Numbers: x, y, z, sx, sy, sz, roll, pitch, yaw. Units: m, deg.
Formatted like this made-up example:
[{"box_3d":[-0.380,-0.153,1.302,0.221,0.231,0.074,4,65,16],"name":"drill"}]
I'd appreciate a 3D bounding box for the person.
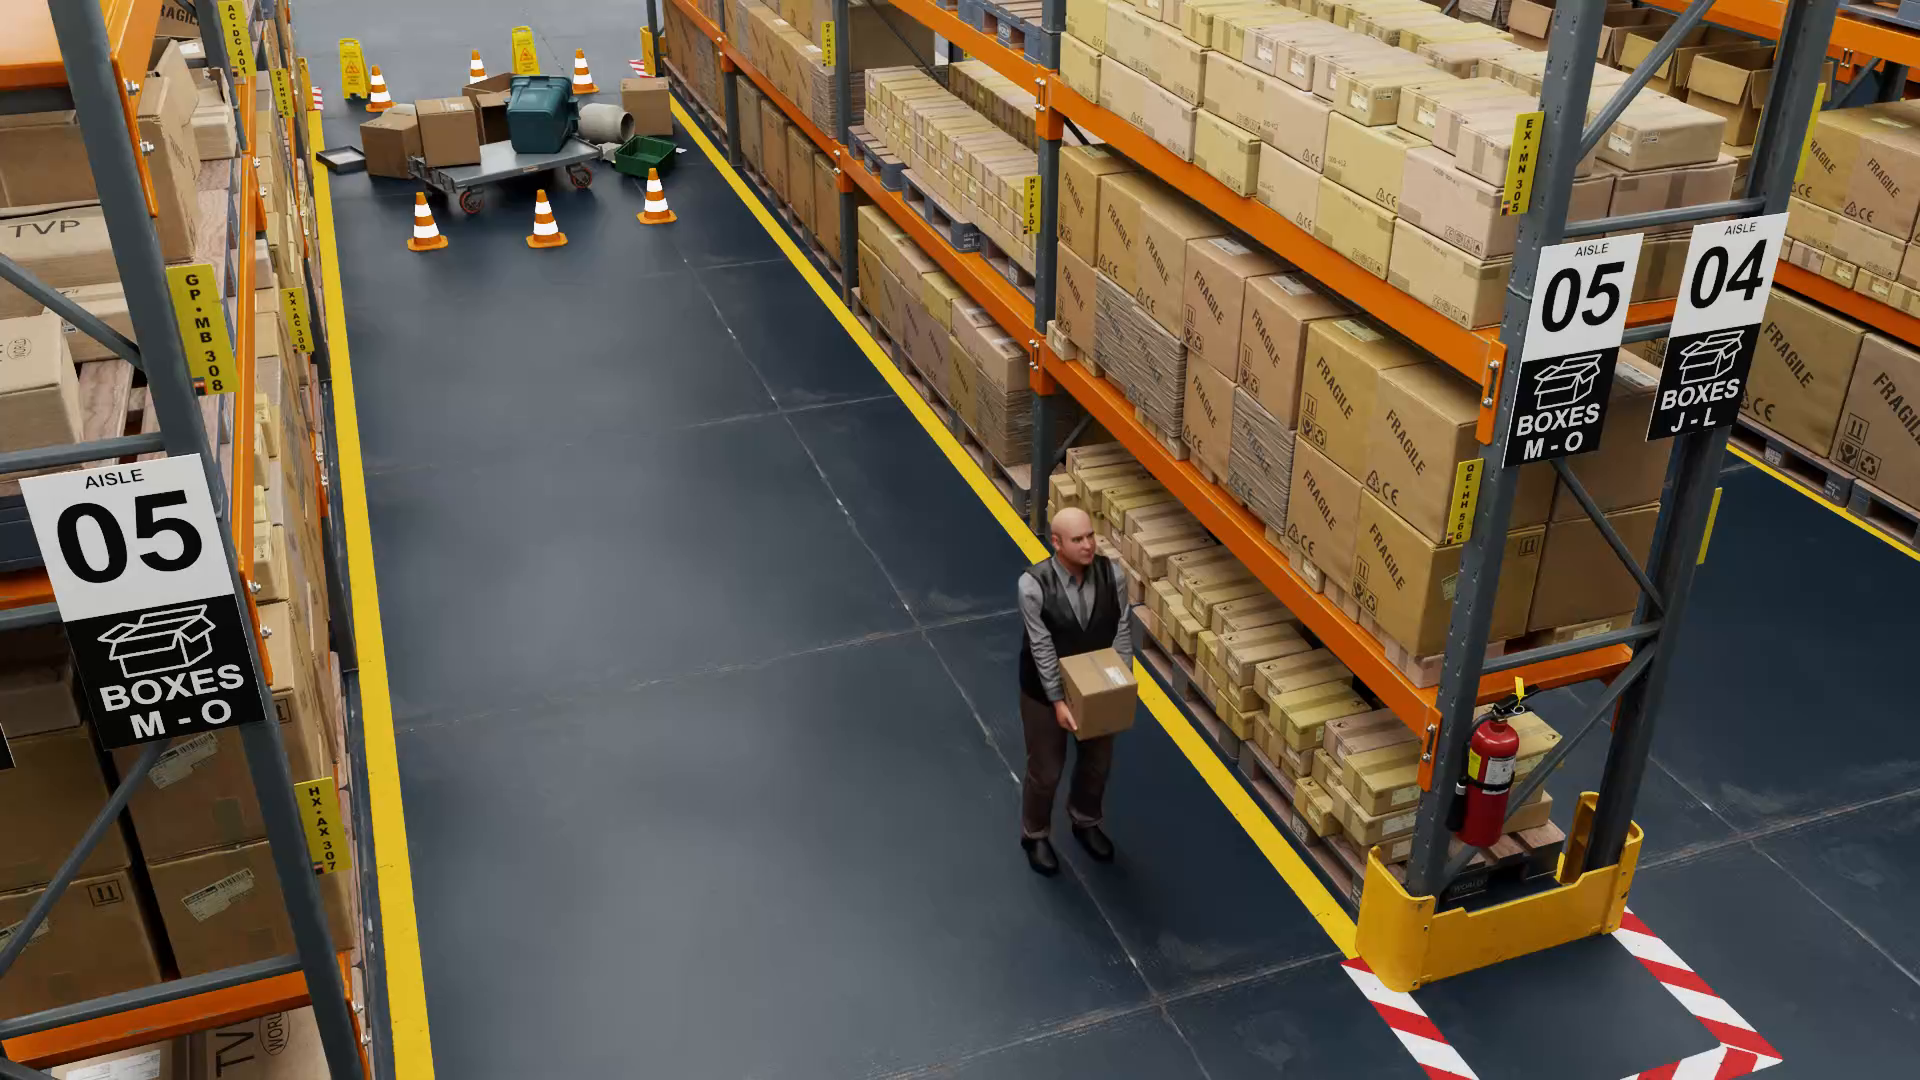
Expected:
[{"box_3d":[0.507,0.682,7.169,0.521,1.726,0.535,-11,31,-19],"name":"person"}]
